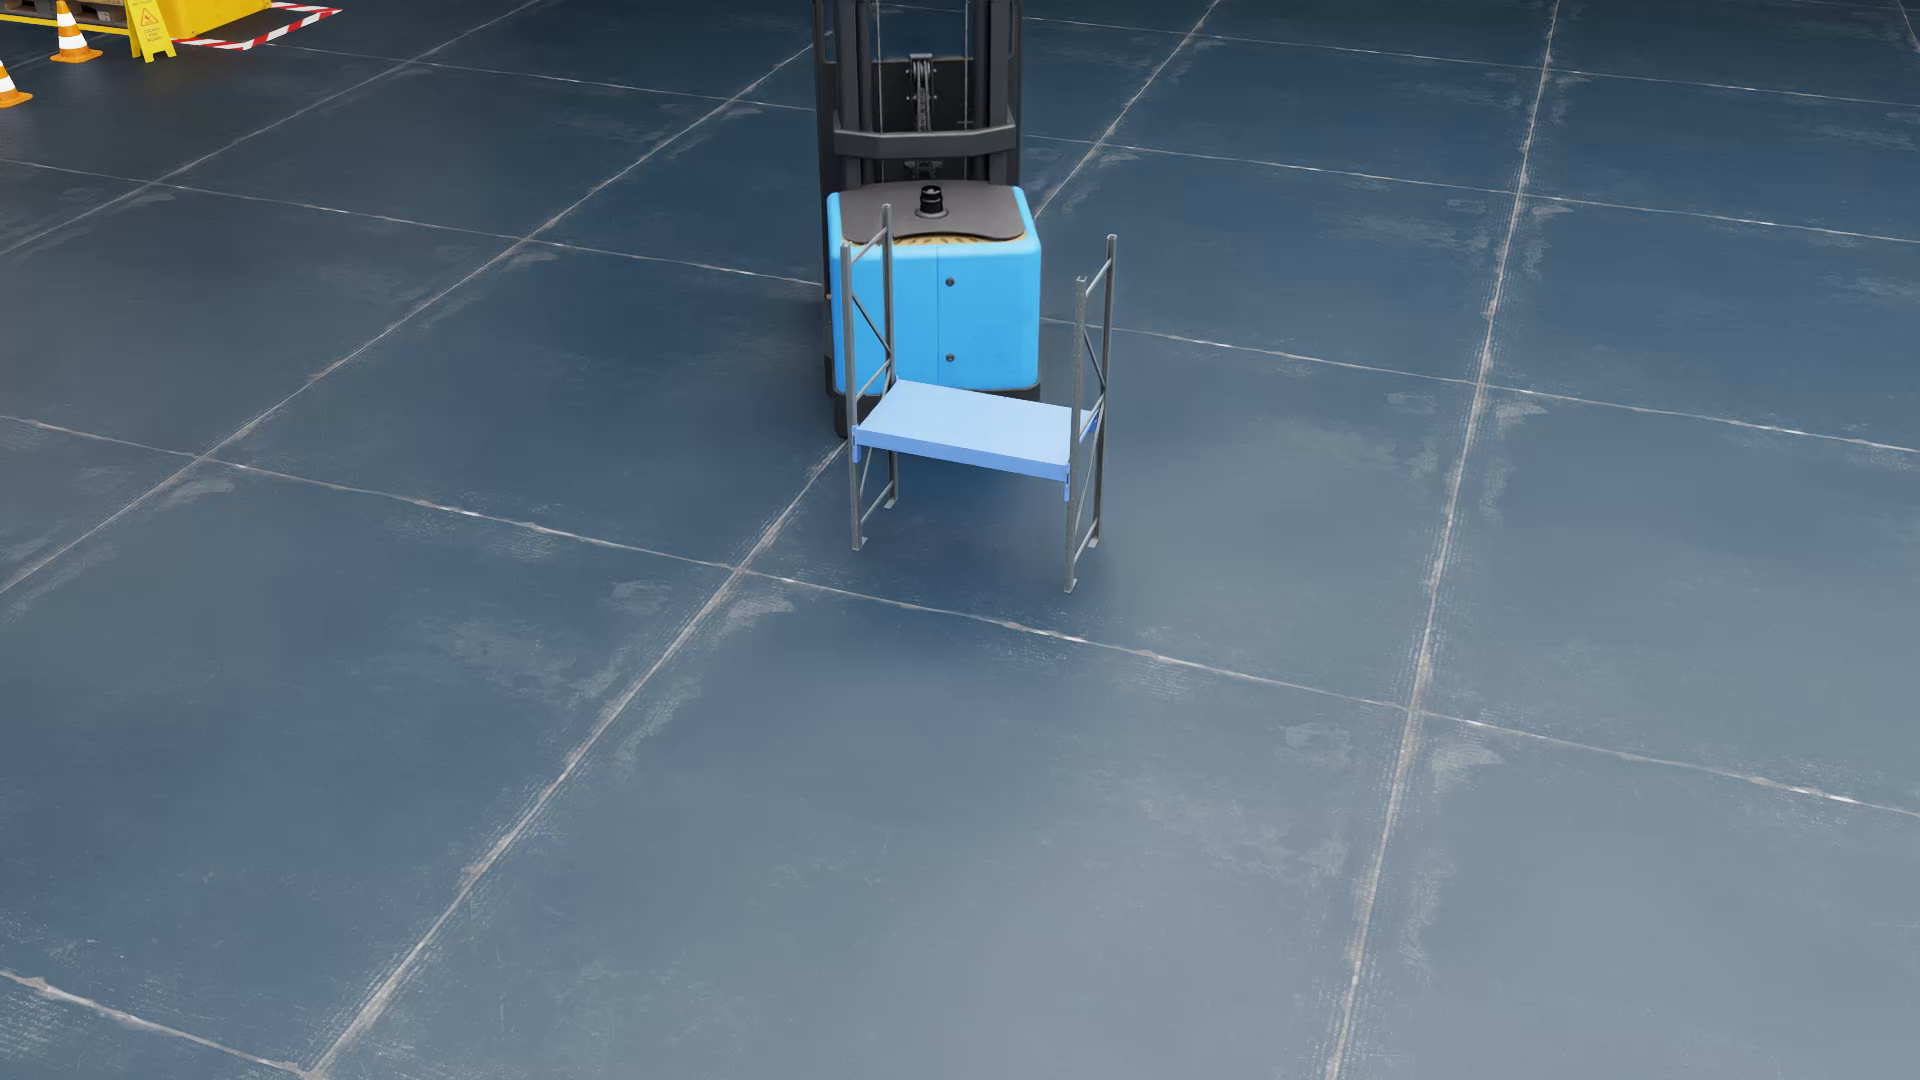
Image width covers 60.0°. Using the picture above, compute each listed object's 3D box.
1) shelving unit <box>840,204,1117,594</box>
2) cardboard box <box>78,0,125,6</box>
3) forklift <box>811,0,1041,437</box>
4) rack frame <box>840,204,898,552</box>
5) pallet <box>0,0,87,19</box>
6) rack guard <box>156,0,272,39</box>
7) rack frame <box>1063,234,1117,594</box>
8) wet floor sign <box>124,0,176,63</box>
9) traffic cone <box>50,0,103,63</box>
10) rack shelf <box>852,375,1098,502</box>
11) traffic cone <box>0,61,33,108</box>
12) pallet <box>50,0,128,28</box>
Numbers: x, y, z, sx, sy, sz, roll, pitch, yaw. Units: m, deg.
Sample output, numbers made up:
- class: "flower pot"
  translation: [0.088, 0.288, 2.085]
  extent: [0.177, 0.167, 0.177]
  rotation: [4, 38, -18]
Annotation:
- class: "shelving unit"
  translation: [0.080, -0.614, 7.319]
  extent: [1.048, 1.500, 0.538]
  rotation: [11, 34, 16]
- class: "cardboard box"
  translation: [-7.521, -4.975, 14.837]
  extent: [0.500, 0.250, 0.500]
  rotation: [11, 34, 16]
- class: "forklift"
  translation: [-0.241, -2.525, 8.959]
  extent: [1.130, 2.935, 3.031]
  rotation: [-3, 33, -4]
- class: "rack frame"
  translation: [-0.398, -0.708, 7.463]
  extent: [0.032, 1.500, 0.500]
  rotation: [11, 34, 16]
- class: "pallet"
  translation: [-8.615, -5.172, 15.565]
  extent: [1.213, 0.211, 1.003]
  rotation: [11, 34, 16]
- class: "rack guard"
  translation: [-6.718, -4.902, 14.882]
  extent: [0.348, 0.500, 1.175]
  rotation: [11, 34, 16]
- class: "rack frame"
  translation: [0.559, -0.521, 7.175]
  extent: [0.032, 1.500, 0.500]
  rotation: [11, 34, 16]
- class: "wet floor sign"
  translation: [-6.828, -4.368, 13.921]
  extent: [0.232, 0.644, 0.267]
  rotation: [24, 40, 32]
- class: "traffic cone"
  translation: [-7.486, -4.293, 13.972]
  extent: [0.334, 0.463, 0.336]
  rotation: [11, 34, 16]
- class: "rack shelf"
  translation: [0.080, -0.463, 7.417]
  extent: [1.000, 0.185, 0.538]
  rotation: [11, 34, 16]
- class: "traffic cone"
  translation: [-7.541, -3.664, 12.998]
  extent: [0.334, 0.463, 0.336]
  rotation: [11, 34, 16]
- class: "pallet"
  translation: [-7.471, -4.948, 15.218]
  extent: [1.213, 0.211, 1.003]
  rotation: [11, 34, 16]
